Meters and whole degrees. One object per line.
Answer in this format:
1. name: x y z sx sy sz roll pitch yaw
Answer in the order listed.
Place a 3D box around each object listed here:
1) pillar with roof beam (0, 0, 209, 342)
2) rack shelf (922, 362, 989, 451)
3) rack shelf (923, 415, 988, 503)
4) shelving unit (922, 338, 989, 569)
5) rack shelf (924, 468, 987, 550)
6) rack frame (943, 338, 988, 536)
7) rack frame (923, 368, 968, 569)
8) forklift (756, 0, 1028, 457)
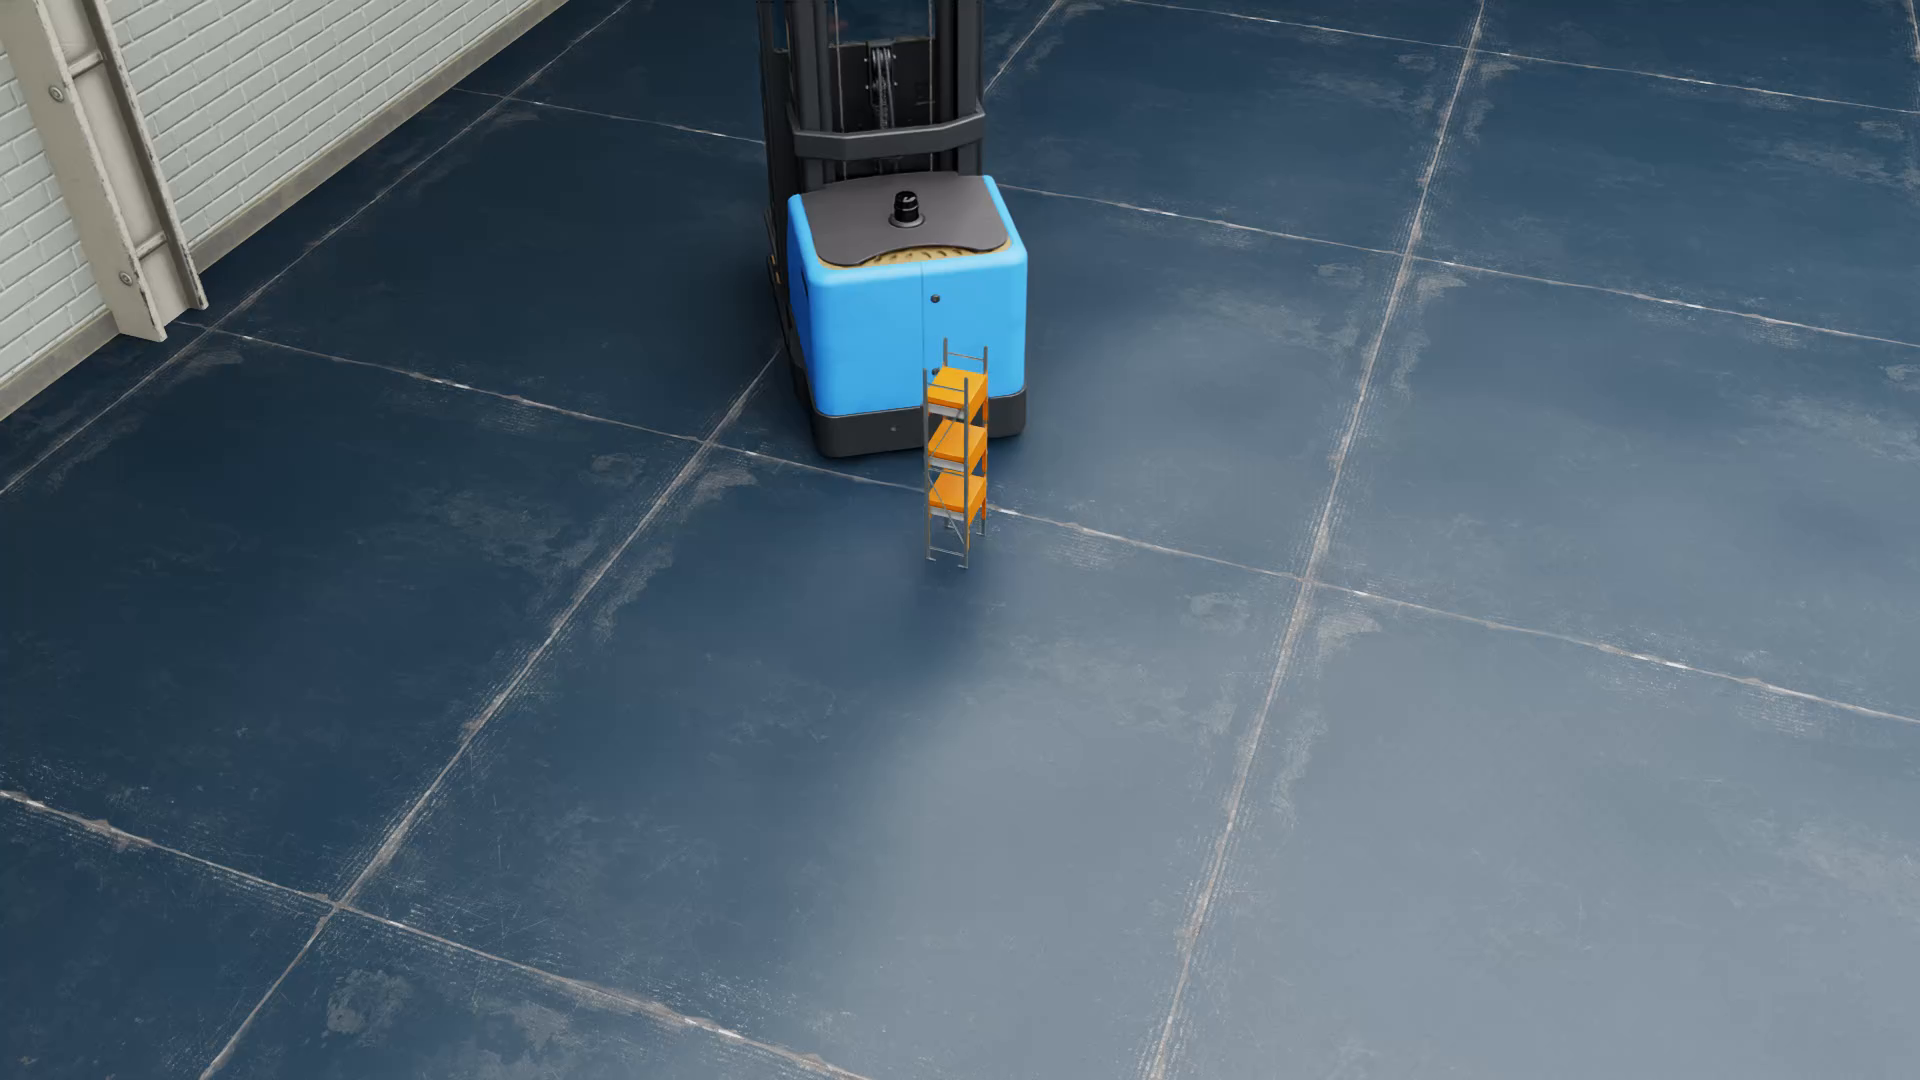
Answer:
1. pillar with roof beam: -0.333 -3.687 5.092 9.100 9.000 0.400 13 42 15
2. rack shelf: -0.018 -0.575 7.147 0.215 0.259 0.240 13 42 15
3. rack shelf: -0.018 -0.359 7.331 0.215 0.259 0.240 13 42 15
4. shelving unit: -0.018 -0.367 7.325 0.215 1.050 0.252 13 42 15
5. rack shelf: -0.018 -0.147 7.512 0.215 0.259 0.240 13 42 15
6. rack frame: 0.023 -0.441 7.412 0.200 1.050 0.008 13 42 15
7. rack frame: -0.060 -0.292 7.237 0.200 1.050 0.008 13 42 15
8. forklift: -0.478 -2.479 8.351 1.130 2.935 3.031 -8 41 -9
